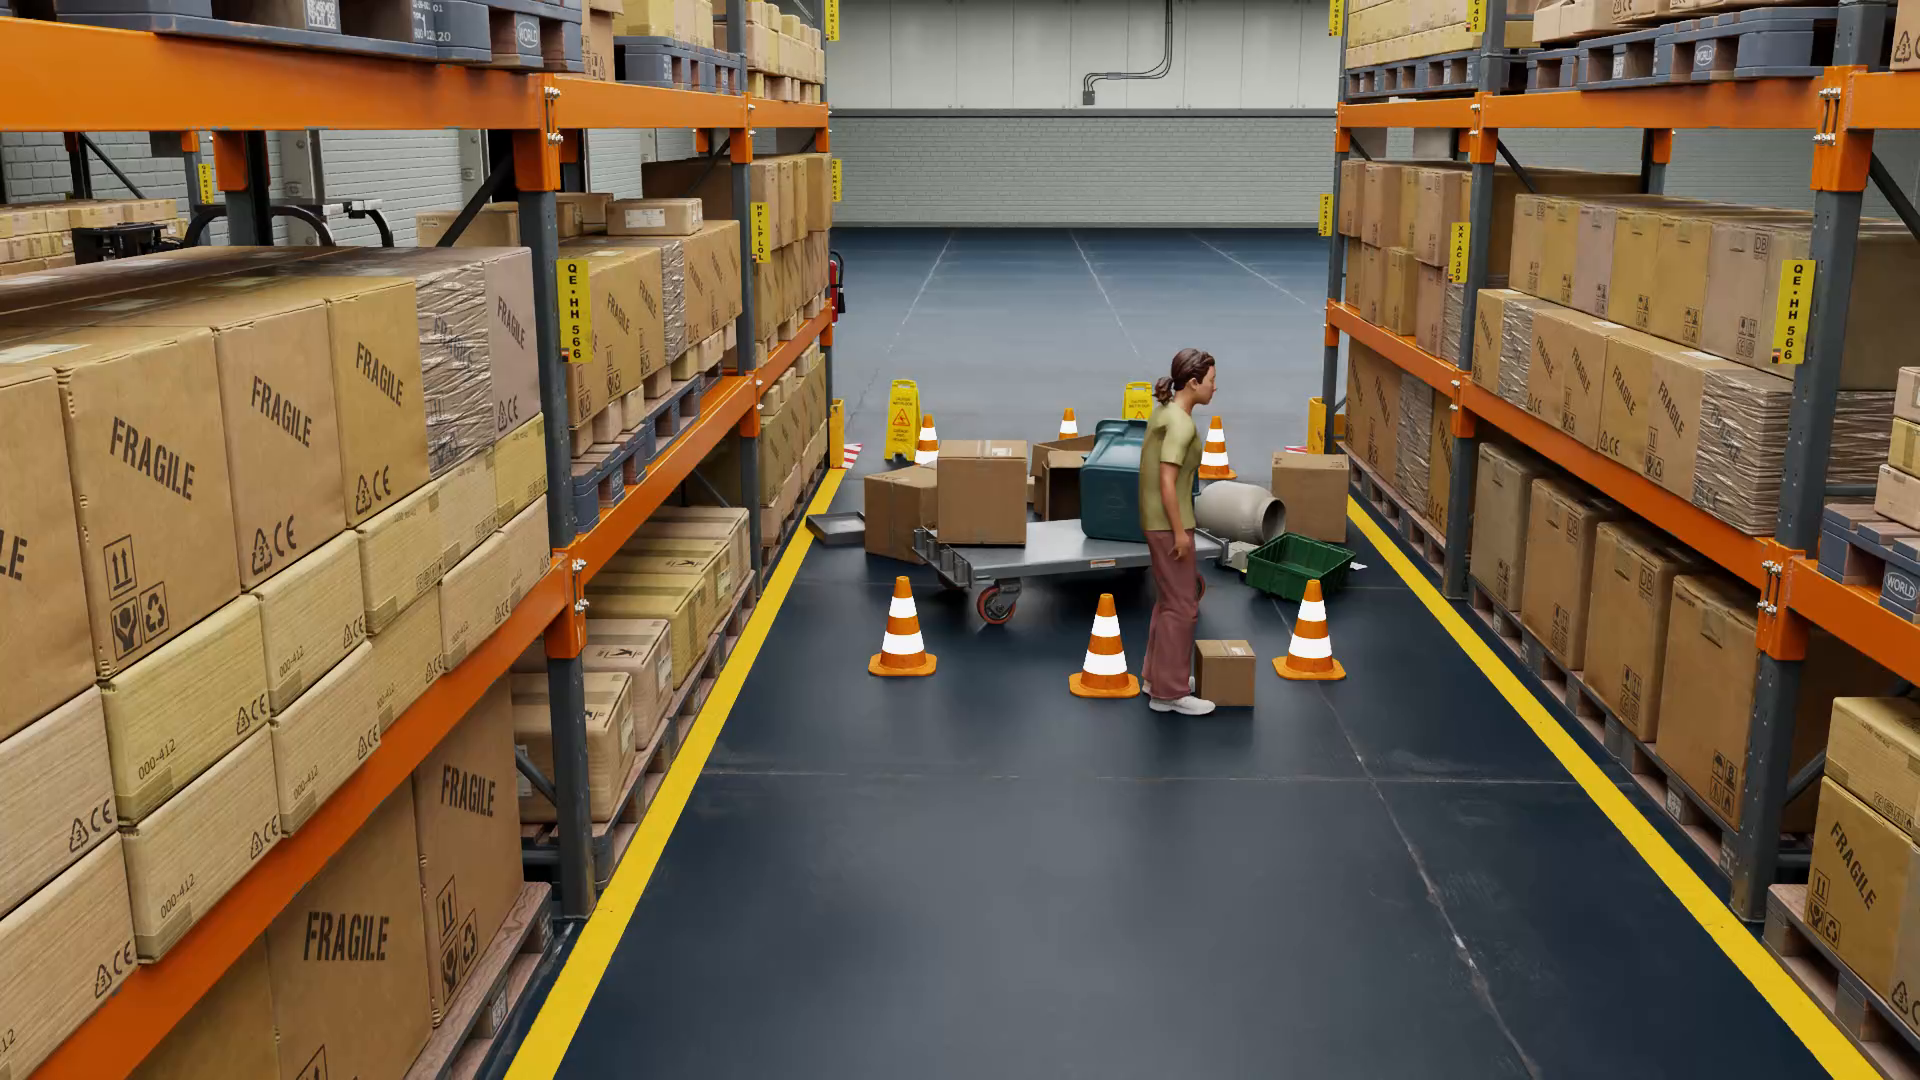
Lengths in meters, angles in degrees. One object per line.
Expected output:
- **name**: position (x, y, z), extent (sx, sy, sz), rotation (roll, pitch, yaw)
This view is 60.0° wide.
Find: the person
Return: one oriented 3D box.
- **person**: position (1.007, -0.053, 7.718), extent (0.362, 1.672, 0.496), rotation (0, 14, 1)
